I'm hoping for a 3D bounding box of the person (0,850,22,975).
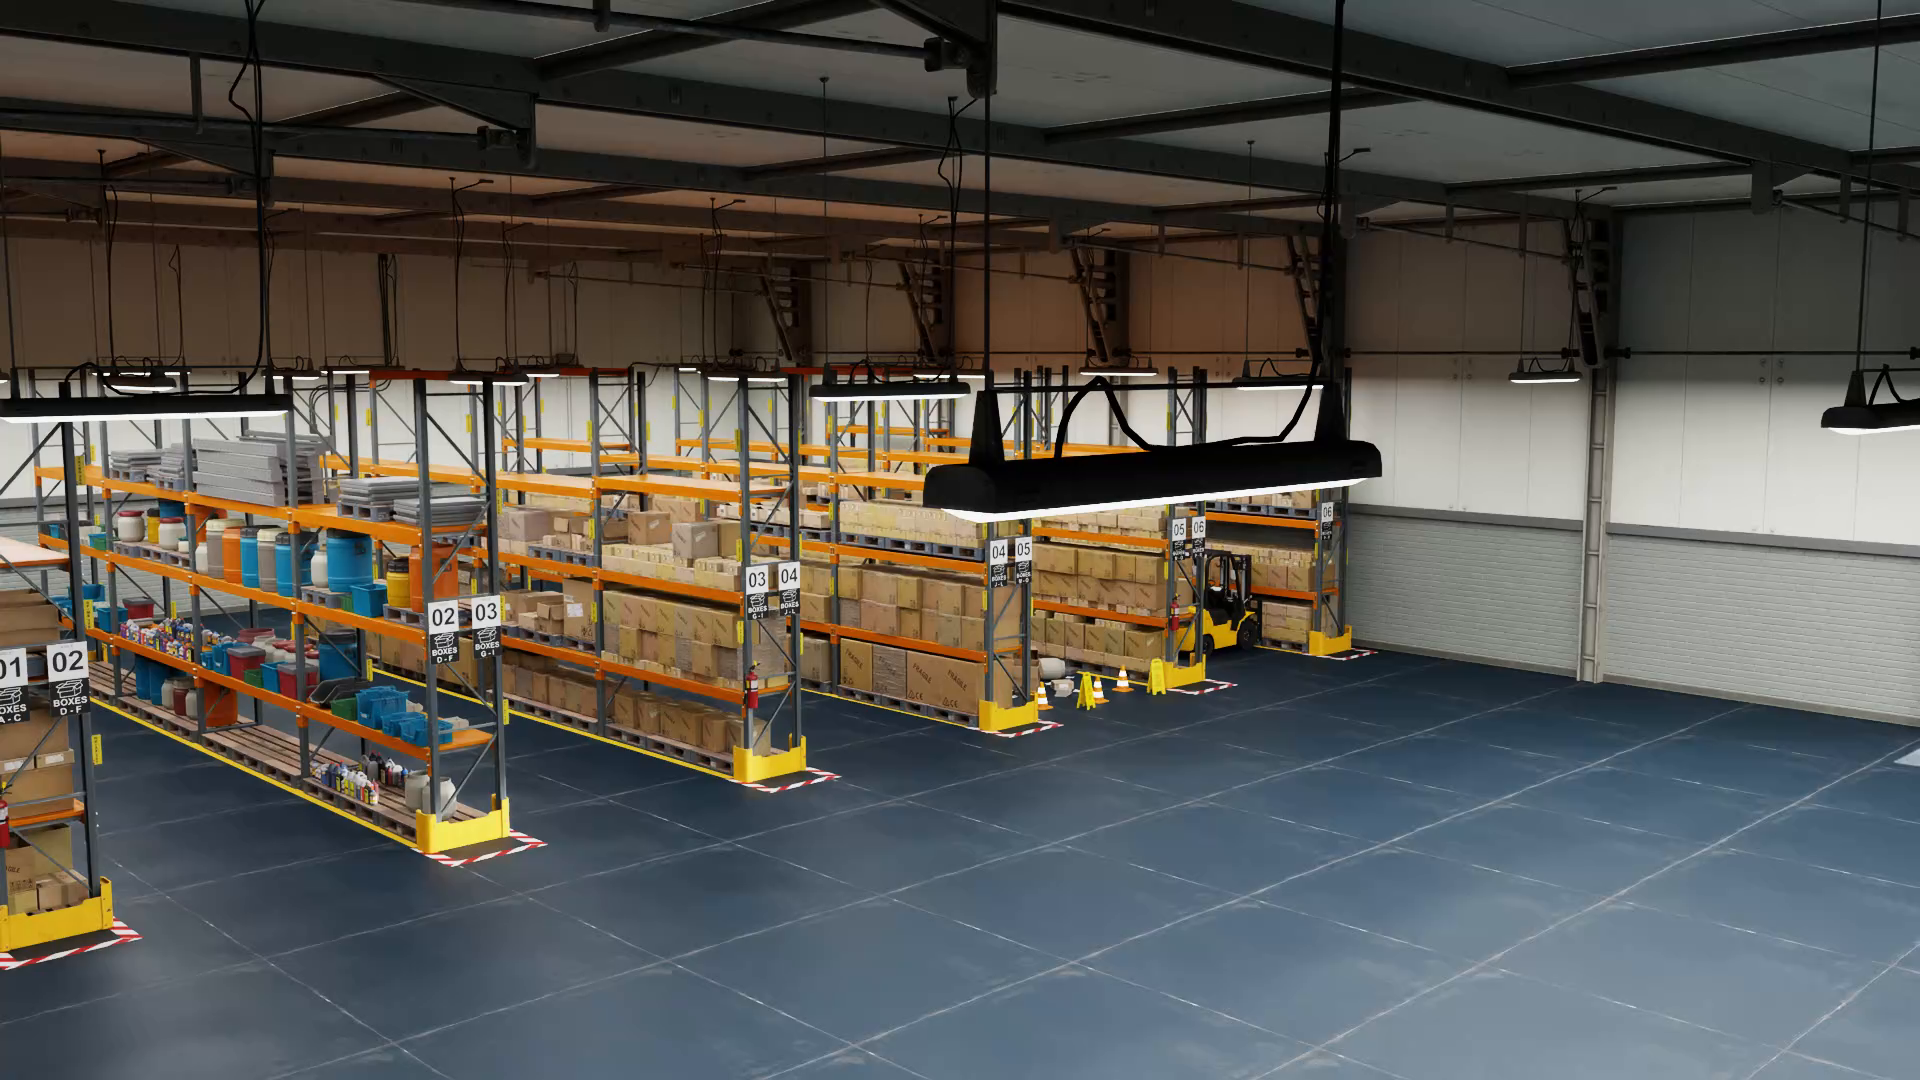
[{"bbox_3d":[-9.893,3.619,16.815,0.632,1.694,0.677,-5,8,-39],"label":"person"}]
